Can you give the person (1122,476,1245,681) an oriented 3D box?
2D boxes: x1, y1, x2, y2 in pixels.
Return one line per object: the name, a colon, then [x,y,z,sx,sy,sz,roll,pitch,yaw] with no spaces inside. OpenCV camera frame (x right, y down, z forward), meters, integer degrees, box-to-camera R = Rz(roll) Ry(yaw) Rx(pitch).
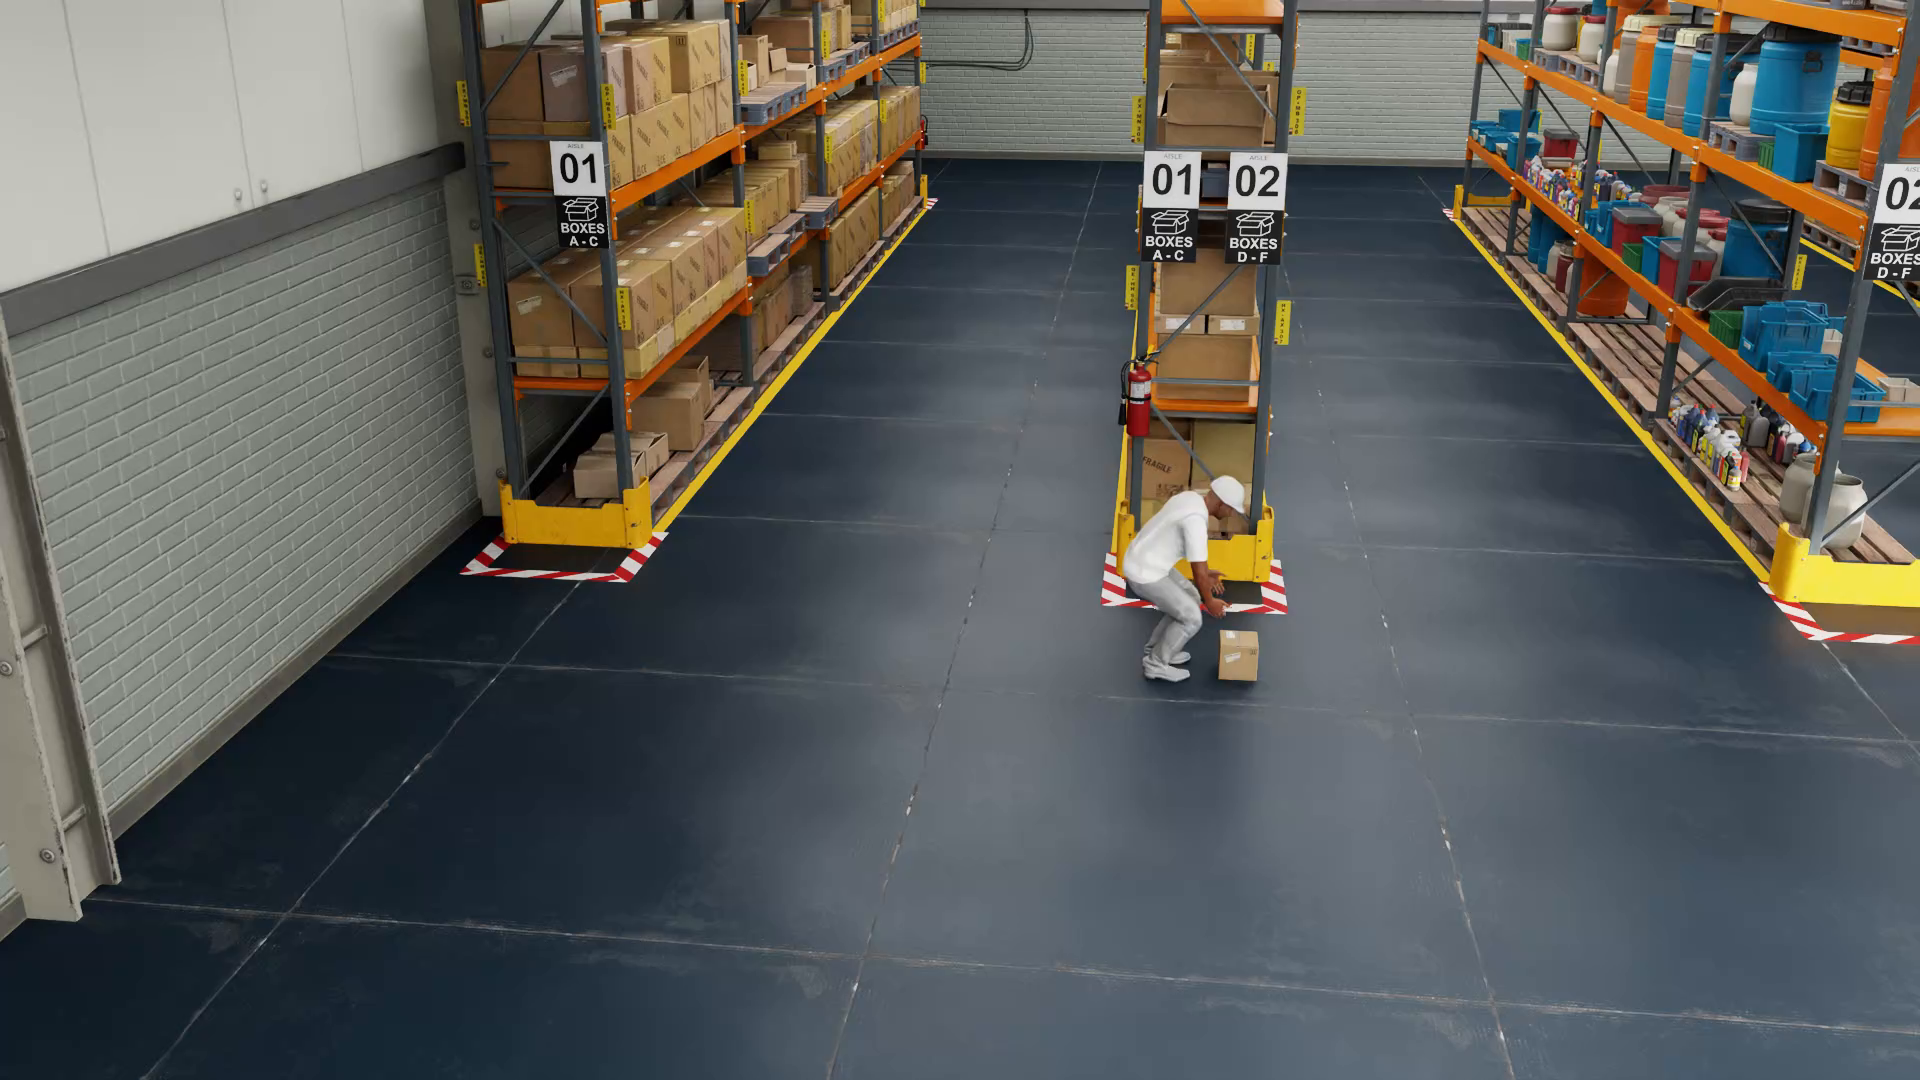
person: [1.463,0.218,11.032,0.779,1.373,0.631,2,21,6]
